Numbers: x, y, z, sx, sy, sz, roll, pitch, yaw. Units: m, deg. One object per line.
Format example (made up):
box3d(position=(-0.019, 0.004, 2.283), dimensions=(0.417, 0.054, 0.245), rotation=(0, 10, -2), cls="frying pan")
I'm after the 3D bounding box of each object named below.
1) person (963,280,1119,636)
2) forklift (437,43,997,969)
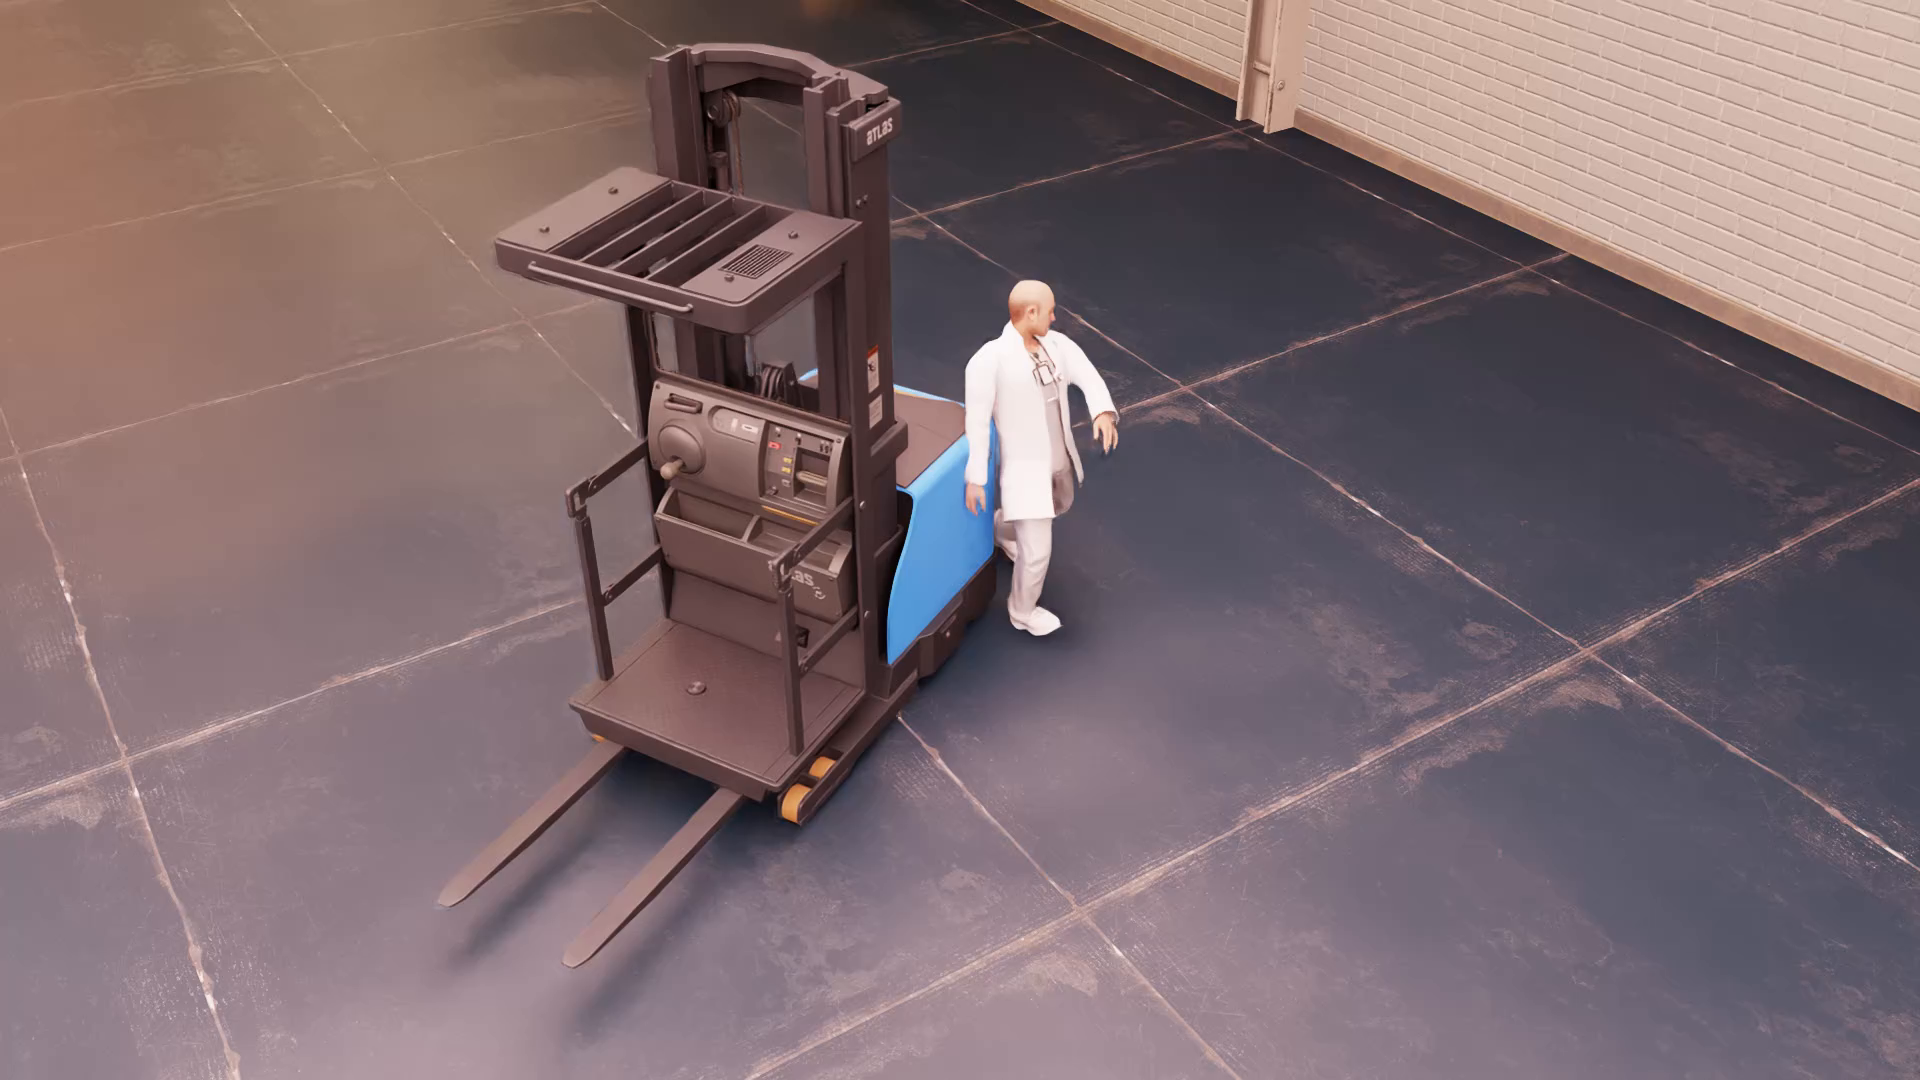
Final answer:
box3d(position=(0.314, -0.343, 7.771), dimensions=(0.941, 1.667, 0.815), rotation=(23, 41, 29), cls="person")
box3d(position=(-0.974, -0.305, 6.581), dimensions=(1.130, 2.935, 3.031), rotation=(18, 39, 23), cls="forklift")
